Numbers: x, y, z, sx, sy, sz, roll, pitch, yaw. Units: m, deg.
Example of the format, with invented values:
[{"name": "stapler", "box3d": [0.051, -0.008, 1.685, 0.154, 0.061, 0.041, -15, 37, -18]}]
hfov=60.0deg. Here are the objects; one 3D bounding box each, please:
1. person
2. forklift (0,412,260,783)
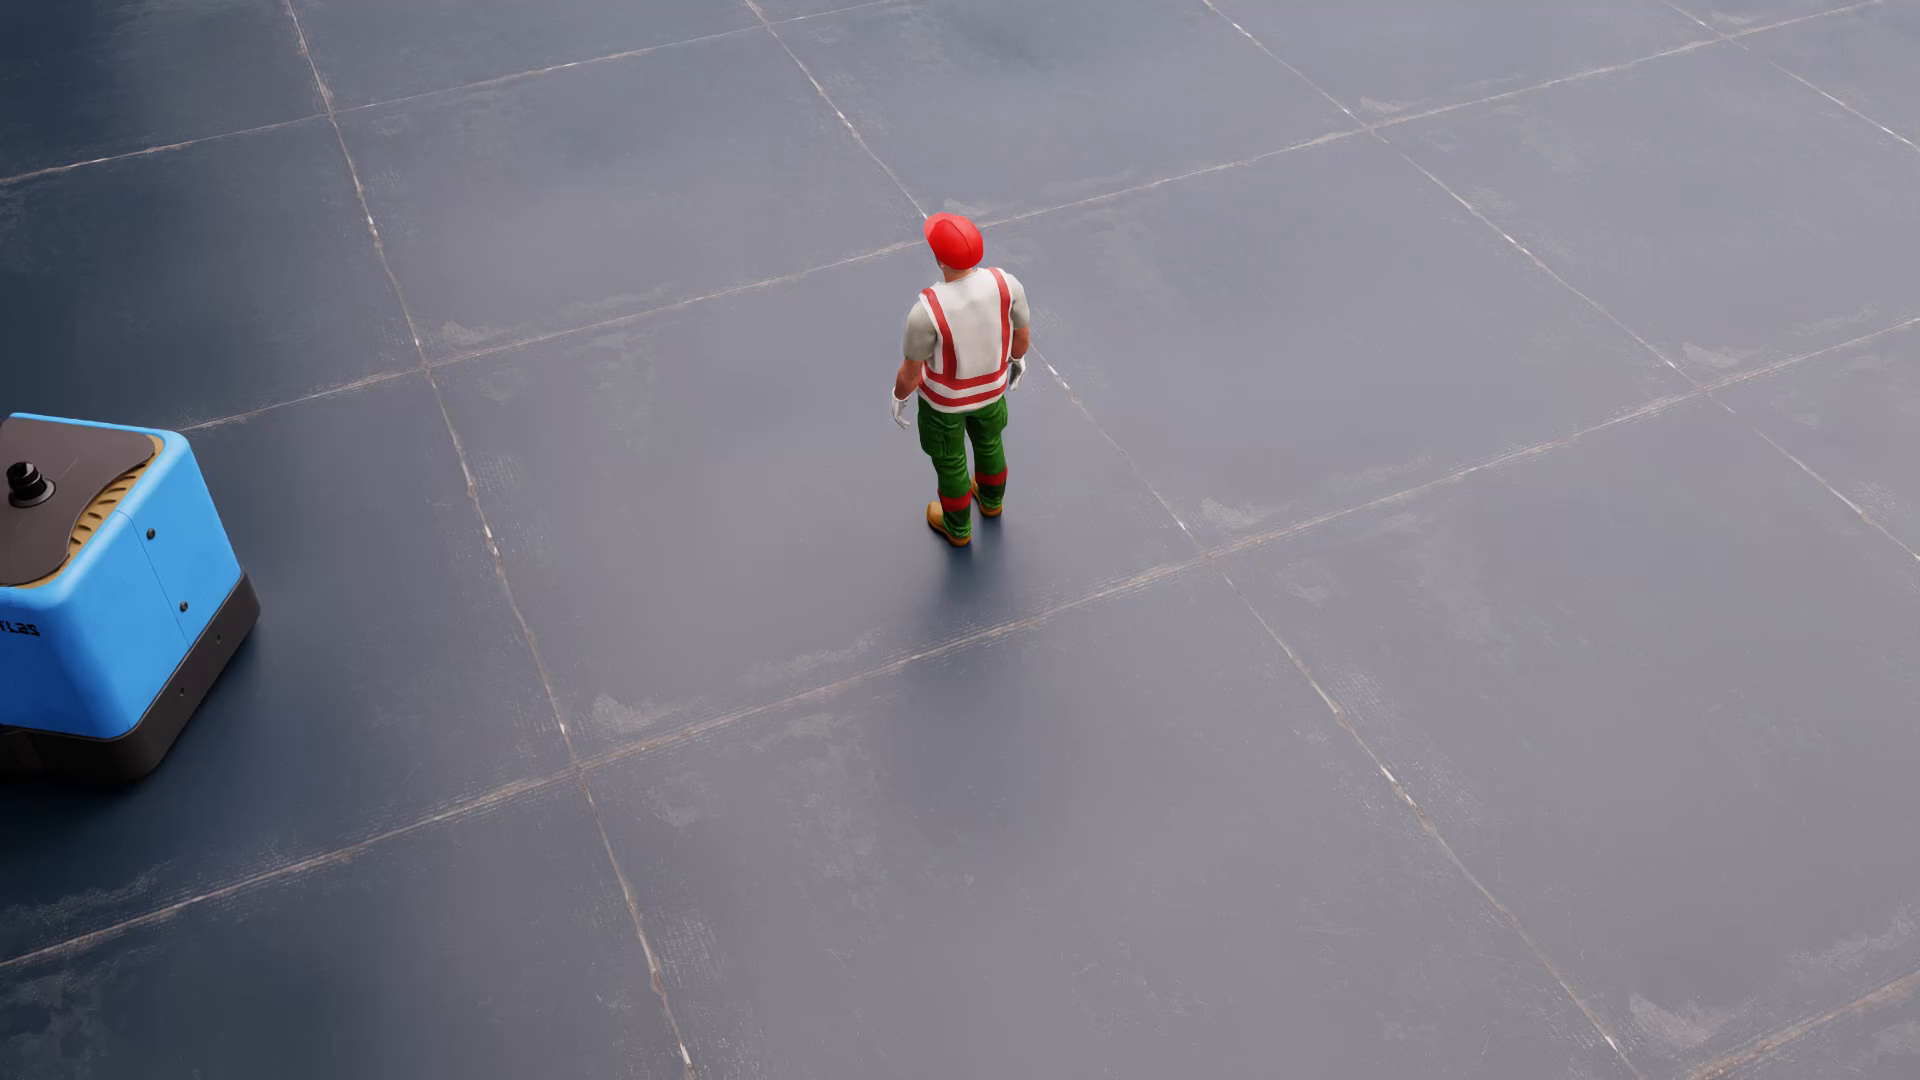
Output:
[{"name": "person", "box3d": [-0.022, -0.713, 7.270, 0.637, 1.787, 0.564, -18, 46, -18]}, {"name": "forklift", "box3d": [-4.670, -0.576, 6.297, 3.031, 2.935, 1.130, 7, 43, 7]}]
